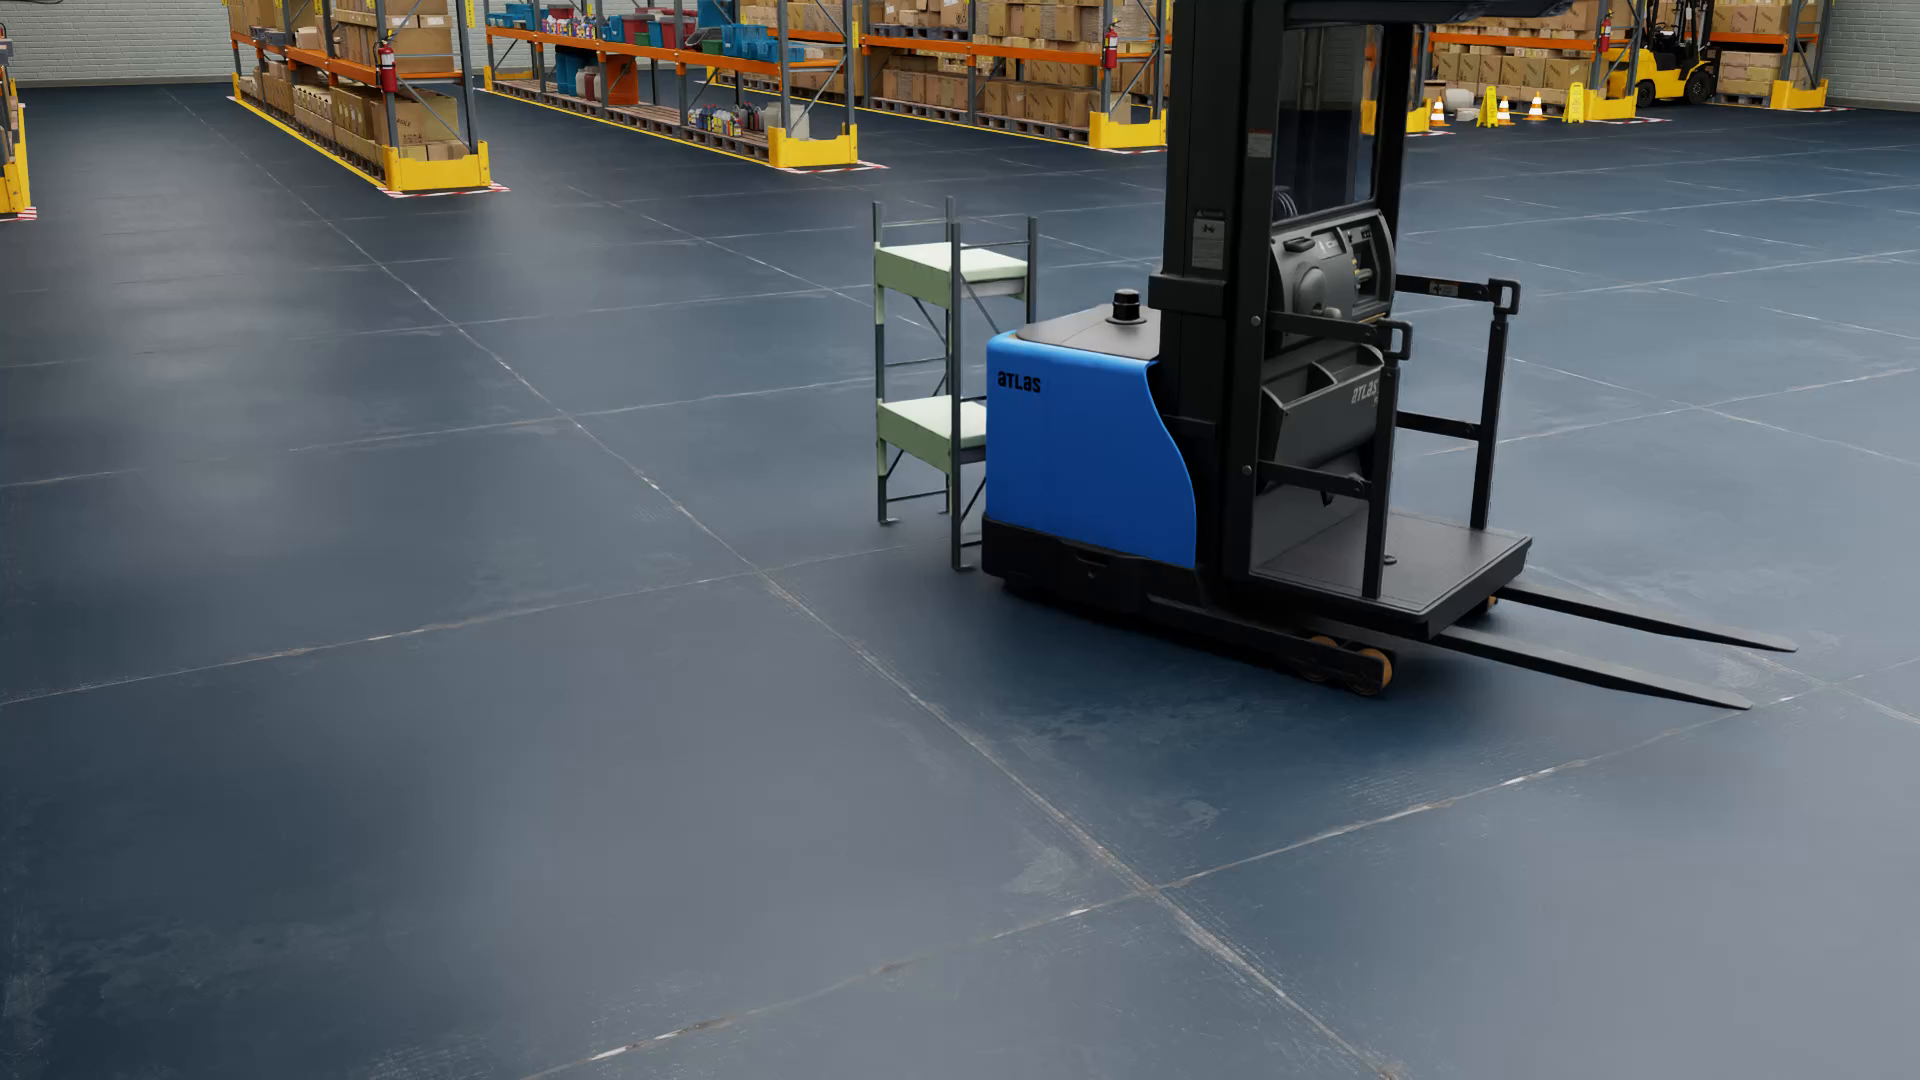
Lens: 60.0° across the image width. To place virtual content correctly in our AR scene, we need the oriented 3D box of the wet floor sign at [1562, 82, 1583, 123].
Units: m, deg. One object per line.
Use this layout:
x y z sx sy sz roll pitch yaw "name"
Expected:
10.361 -7.377 28.020 0.267 0.644 0.232 -3 19 -8 "wet floor sign"

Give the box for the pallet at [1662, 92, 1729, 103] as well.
14.603 -8.725 32.592 1.003 0.211 1.213 -10 21 -27 "pallet"

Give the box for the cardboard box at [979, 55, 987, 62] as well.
0.651 -10.620 36.625 0.380 0.149 0.250 -10 21 -26 "cardboard box"

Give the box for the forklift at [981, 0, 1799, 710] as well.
1.563 -1.020 6.094 3.031 2.935 1.130 14 24 36 "forklift"

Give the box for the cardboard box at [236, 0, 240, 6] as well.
-13.118 -10.147 30.754 0.500 0.500 0.500 -10 22 -27 "cardboard box"

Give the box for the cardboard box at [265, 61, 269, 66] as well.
-13.352 -9.143 32.688 0.500 0.500 0.500 -10 21 -27 "cardboard box"

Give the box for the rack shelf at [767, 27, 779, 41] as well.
-4.157 -10.854 35.591 1.077 0.370 4.000 -10 21 -27 "rack shelf"

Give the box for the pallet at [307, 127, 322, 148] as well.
-9.096 -6.028 24.777 1.003 0.211 1.213 -10 21 -27 "pallet"

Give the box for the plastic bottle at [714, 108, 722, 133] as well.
-3.458 -6.040 23.922 0.144 0.351 0.185 -10 21 -27 "plastic bottle"

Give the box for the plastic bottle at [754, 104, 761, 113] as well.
-2.964 -6.224 24.456 0.144 0.351 0.185 -10 21 -27 "plastic bottle"

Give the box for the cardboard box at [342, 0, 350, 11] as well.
-7.671 -7.179 21.696 0.700 0.500 0.500 -10 21 -27 "cardboard box"

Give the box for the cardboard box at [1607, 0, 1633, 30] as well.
11.231 -9.077 28.728 0.500 0.500 0.500 -10 22 -27 "cardboard box"

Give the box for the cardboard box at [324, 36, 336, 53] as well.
-8.708 -6.950 23.381 0.396 0.266 0.258 -11 22 -28 "cardboard box"

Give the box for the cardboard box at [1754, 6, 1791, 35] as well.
15.114 -9.628 30.781 0.500 0.500 0.500 -11 22 -28 "cardboard box"

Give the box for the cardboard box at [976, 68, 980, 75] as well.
0.487 -10.423 36.966 0.380 0.149 0.250 -11 22 -28 "cardboard box"

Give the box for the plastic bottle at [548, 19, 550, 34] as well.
-7.588 -9.524 30.831 0.097 0.271 0.097 0 19 0 "plastic bottle"

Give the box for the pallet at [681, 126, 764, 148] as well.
-3.486 -6.039 24.808 1.003 0.211 1.213 -10 21 -27 "pallet"

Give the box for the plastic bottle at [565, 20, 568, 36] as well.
-7.055 -9.202 29.898 0.097 0.271 0.097 0 19 0 "plastic bottle"

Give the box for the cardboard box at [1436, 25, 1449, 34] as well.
9.180 -9.599 31.237 0.380 0.149 0.250 -10 21 -27 "cardboard box"

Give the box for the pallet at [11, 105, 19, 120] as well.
-16.578 -7.230 28.262 1.003 0.211 1.213 -10 21 -27 "pallet"

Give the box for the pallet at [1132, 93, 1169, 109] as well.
3.988 -8.305 31.376 1.003 0.211 1.213 -10 21 -27 "pallet"

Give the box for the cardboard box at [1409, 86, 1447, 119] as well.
8.150 -7.642 29.007 0.637 0.503 0.797 7 20 20 "cardboard box"

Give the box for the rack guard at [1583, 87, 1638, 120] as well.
11.176 -7.550 28.746 1.175 0.500 0.348 -10 21 -27 "rack guard"

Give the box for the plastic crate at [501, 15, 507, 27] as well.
-9.013 -10.450 33.483 0.416 0.233 0.300 -10 21 -27 "plastic crate"

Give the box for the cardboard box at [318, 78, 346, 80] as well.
-10.480 -7.434 27.733 0.500 0.500 0.500 -10 22 -27 "cardboard box"

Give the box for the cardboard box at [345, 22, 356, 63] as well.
-7.656 -6.560 21.892 0.700 0.500 0.500 -10 22 -27 "cardboard box"

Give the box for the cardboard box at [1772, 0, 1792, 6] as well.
15.167 -9.890 30.546 0.380 0.149 0.250 -10 21 -26 "cardboard box"

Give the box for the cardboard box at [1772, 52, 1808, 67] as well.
15.517 -9.019 31.208 0.500 0.250 0.500 -10 22 -27 "cardboard box"

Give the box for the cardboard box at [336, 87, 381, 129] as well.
-7.940 -5.719 22.029 0.500 0.500 0.500 -10 21 -27 "cardboard box"

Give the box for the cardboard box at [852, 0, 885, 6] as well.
-1.641 -10.205 30.917 0.797 0.503 0.637 -9 21 -25 "cardboard box"

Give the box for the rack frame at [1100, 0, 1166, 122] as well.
2.491 -7.175 23.826 1.000 3.000 0.127 -10 21 -27 "rack frame"

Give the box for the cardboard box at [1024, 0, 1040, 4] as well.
1.304 -8.387 25.195 0.500 0.500 0.500 -10 21 -27 "cardboard box"

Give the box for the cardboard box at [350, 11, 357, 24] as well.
-7.556 -6.667 21.207 0.380 0.149 0.250 -11 22 -28 "cardboard box"

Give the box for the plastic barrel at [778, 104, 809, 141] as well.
-2.248 -5.607 22.453 0.421 0.512 0.421 0 19 0 "plastic barrel"

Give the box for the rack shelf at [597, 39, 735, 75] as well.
-4.718 -7.790 26.712 1.077 0.370 4.000 -10 21 -27 "rack shelf"

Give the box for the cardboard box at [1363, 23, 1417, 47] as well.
6.688 -8.085 26.233 0.875 0.550 0.550 -10 21 -27 "cardboard box"

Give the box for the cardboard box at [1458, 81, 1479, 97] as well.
9.619 -8.394 30.931 0.500 0.250 0.500 -9 21 -24 "cardboard box"

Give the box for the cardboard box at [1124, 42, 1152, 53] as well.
2.565 -7.175 24.211 0.380 0.149 0.250 -10 21 -27 "cardboard box"

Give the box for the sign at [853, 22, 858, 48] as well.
-1.382 -6.623 21.801 0.100 0.325 0.005 -10 21 -27 "sign"

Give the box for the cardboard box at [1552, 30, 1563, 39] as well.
10.525 -8.798 28.915 0.380 0.149 0.250 -10 22 -28 "cardboard box"

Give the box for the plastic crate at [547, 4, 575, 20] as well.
-7.770 -10.206 32.421 0.402 0.464 0.583 -10 21 -27 "plastic crate"

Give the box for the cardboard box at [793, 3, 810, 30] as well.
-2.970 -10.352 32.880 0.500 0.500 0.500 -10 21 -27 "cardboard box"

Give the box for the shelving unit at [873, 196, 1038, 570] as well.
-0.031 -0.715 7.405 0.431 1.500 0.755 -10 21 -27 "shelving unit"

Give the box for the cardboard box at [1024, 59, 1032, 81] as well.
1.575 -9.971 35.118 0.500 0.500 0.500 -9 21 -24 "cardboard box"

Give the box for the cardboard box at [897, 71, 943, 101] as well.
-0.698 -8.151 29.814 0.700 0.500 0.500 -12 22 -31 "cardboard box"

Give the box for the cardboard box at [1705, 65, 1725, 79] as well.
14.580 -8.997 31.911 0.500 0.250 0.500 -11 22 -28 "cardboard box"

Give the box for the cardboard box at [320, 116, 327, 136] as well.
-8.819 -5.908 23.727 0.500 0.250 0.500 -10 22 -27 "cardboard box"

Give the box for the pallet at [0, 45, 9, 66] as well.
-12.722 -6.173 21.216 1.003 0.211 1.213 -10 21 -27 "pallet"

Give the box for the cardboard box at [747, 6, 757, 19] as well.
-4.139 -11.070 34.889 0.500 0.250 0.500 -10 21 -26 "cardboard box"

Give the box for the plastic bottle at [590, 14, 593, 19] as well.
-6.842 -9.616 30.976 0.144 0.351 0.185 -10 21 -27 "plastic bottle"

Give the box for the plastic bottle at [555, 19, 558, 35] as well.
-7.346 -9.371 30.370 0.061 0.283 0.133 -10 21 -27 "plastic bottle"

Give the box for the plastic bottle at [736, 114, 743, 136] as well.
-3.128 -5.884 23.576 0.061 0.283 0.133 -10 21 -27 "plastic bottle"

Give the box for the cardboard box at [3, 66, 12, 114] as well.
-15.438 -7.079 26.201 0.750 0.750 0.750 -9 21 -25 "cardboard box"

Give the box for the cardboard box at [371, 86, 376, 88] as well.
-9.073 -6.696 25.151 0.500 0.311 0.500 -10 21 -27 "cardboard box"

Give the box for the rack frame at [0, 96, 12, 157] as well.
-12.487 -6.022 20.484 1.000 3.000 0.127 -10 21 -27 "rack frame"

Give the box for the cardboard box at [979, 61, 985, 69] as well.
0.637 -10.468 36.639 0.380 0.149 0.250 -11 22 -29 "cardboard box"

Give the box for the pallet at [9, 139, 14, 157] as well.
-13.441 -5.277 22.602 1.003 0.211 1.213 -10 21 -27 "pallet"

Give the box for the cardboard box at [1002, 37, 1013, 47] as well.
0.888 -7.807 26.042 0.380 0.149 0.250 -10 21 -27 "cardboard box"

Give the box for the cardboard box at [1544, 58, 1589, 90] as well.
10.602 -8.153 29.082 0.500 0.500 0.500 -10 21 -26 "cardboard box"
